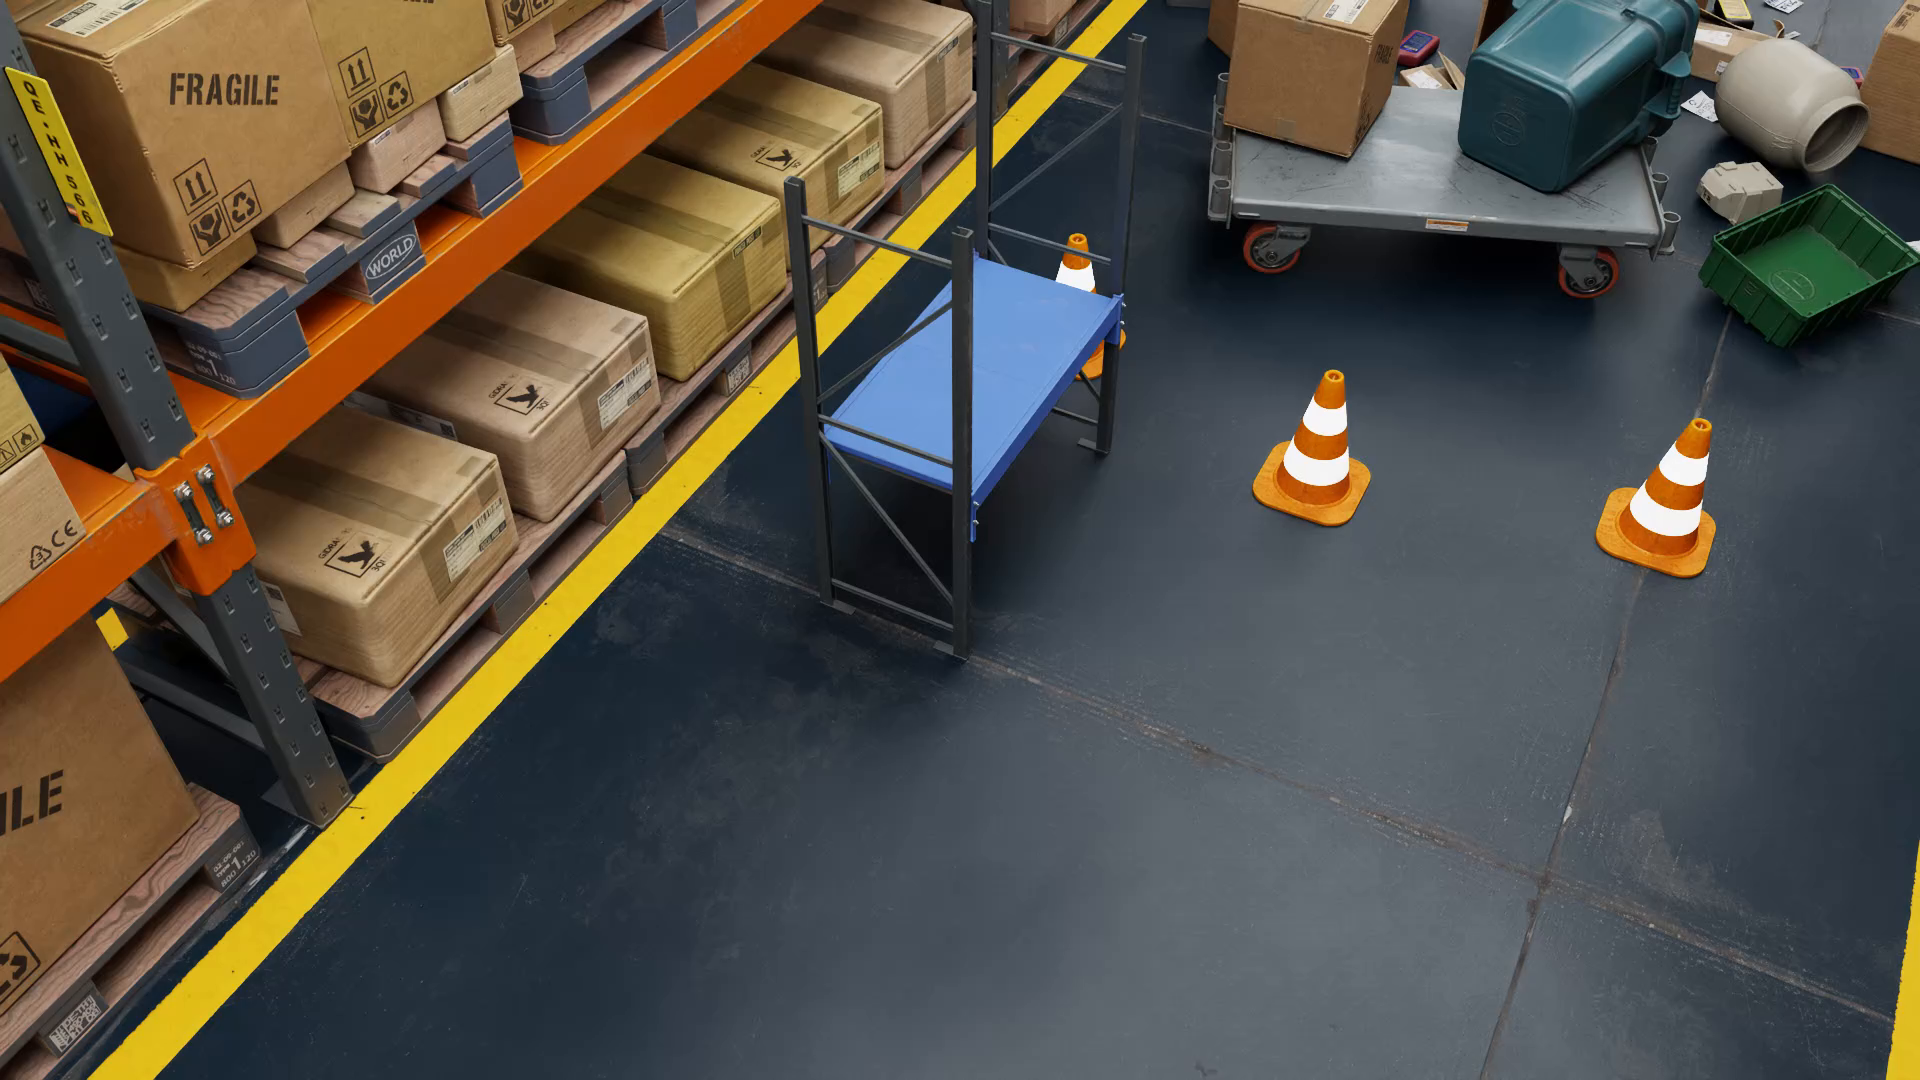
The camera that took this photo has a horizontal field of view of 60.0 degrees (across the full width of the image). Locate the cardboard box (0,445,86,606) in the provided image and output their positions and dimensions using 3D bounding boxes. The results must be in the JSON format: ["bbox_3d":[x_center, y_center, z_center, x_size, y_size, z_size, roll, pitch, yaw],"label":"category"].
[{"bbox_3d":[-2.130,-0.016,3.263,0.500,0.250,0.500,19,48,18],"label":"cardboard box"}]

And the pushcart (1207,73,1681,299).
[{"bbox_3d":[1.774,-1.350,6.319,1.648,0.377,0.936,5,46,5],"label":"pushcart"}]

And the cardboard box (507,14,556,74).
[{"bbox_3d":[-1.292,-1.344,4.351,0.380,0.149,0.250,23,50,21],"label":"cardboard box"}]

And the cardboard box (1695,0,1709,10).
[{"bbox_3d":[3.016,-2.693,7.558,0.797,0.503,0.637,-9,46,-9],"label":"cardboard box"}]

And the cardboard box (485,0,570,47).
[{"bbox_3d":[-1.235,-1.635,4.182,0.500,0.500,0.500,21,49,20],"label":"cardboard box"}]

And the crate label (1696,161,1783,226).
[{"bbox_3d":[3.054,-1.366,6.504,0.298,0.136,0.250,-9,46,-9],"label":"crate label"}]

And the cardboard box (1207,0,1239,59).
[{"bbox_3d":[1.434,-2.341,7.211,0.500,0.500,0.500,-16,48,-15],"label":"cardboard box"}]

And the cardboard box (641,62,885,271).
[{"bbox_3d":[-0.840,-1.432,6.108,0.950,0.372,0.625,23,50,21],"label":"cardboard box"}]

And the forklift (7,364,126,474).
[{"bbox_3d":[-2.867,-1.815,4.983,1.130,2.935,3.031,21,49,20],"label":"forklift"}]

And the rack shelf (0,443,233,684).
[{"bbox_3d":[-3.053,1.039,2.619,1.077,0.370,4.000,20,49,19],"label":"rack shelf"}]

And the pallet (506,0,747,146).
[{"bbox_3d":[-1.242,-1.666,4.923,1.003,0.211,1.213,20,49,19],"label":"pallet"}]

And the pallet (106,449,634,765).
[{"bbox_3d":[-1.761,0.015,5.087,1.003,0.211,1.213,20,49,19],"label":"pallet"}]

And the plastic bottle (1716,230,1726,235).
[{"bbox_3d":[2.955,-1.062,6.257,0.133,0.061,0.283,-2,45,-2],"label":"plastic bottle"}]

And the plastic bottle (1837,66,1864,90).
[{"bbox_3d":[3.738,-1.994,7.177,0.283,0.061,0.133,5,46,5],"label":"plastic bottle"}]

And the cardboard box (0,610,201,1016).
[{"bbox_3d":[-2.519,0.534,3.812,0.875,0.875,0.875,20,49,19],"label":"cardboard box"}]

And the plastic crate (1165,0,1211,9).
[{"bbox_3d":[1.187,-2.685,7.848,0.402,0.080,0.583,5,46,5],"label":"plastic crate"}]

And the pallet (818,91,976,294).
[{"bbox_3d":[-0.628,-1.522,6.606,1.003,0.211,1.213,20,49,19],"label":"pallet"}]

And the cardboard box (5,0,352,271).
[{"bbox_3d":[-1.711,-0.968,3.523,0.500,0.500,0.500,19,48,18],"label":"cardboard box"}]

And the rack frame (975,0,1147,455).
[{"bbox_3d":[0.276,-0.901,5.086,0.500,1.500,0.032,20,49,19],"label":"rack frame"}]

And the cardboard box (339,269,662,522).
[{"bbox_3d":[-1.518,-0.517,5.205,0.950,0.372,0.625,20,49,18],"label":"cardboard box"}]

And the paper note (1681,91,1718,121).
[{"bbox_3d":[3.173,-1.836,7.048,0.155,0.023,0.172,-33,54,-28],"label":"paper note"}]

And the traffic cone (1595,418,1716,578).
[{"bbox_3d":[2.203,-0.185,5.107,0.336,0.463,0.334,20,49,19],"label":"traffic cone"}]

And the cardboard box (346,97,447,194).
[{"bbox_3d":[-1.481,-1.000,4.011,0.380,0.149,0.250,17,48,17],"label":"cardboard box"}]

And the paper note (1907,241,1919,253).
[{"bbox_3d":[3.673,-1.102,6.317,0.147,0.020,0.142,-9,46,-9],"label":"paper note"}]

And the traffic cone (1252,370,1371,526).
[{"bbox_3d":[1.147,-0.345,5.266,0.336,0.463,0.334,20,49,19],"label":"traffic cone"}]

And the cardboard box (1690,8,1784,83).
[{"bbox_3d":[3.330,-2.152,7.191,0.396,0.266,0.258,29,52,25],"label":"cardboard box"}]

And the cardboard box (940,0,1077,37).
[{"bbox_3d":[0.245,-2.457,7.207,0.500,0.250,0.500,18,48,17],"label":"cardboard box"}]

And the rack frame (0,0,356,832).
[{"bbox_3d":[-2.125,-0.473,3.609,1.000,3.000,0.127,20,49,19],"label":"rack frame"}]

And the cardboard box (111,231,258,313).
[{"bbox_3d":[-1.809,-0.676,3.690,0.380,0.149,0.250,18,48,17],"label":"cardboard box"}]

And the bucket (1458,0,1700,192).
[{"bbox_3d":[2.184,-1.653,6.008,0.620,0.611,0.726,-39,56,-20],"label":"bucket"}]

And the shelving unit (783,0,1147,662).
[{"bbox_3d":[0.040,-0.581,4.770,0.538,1.500,1.048,20,49,19],"label":"shelving unit"}]
